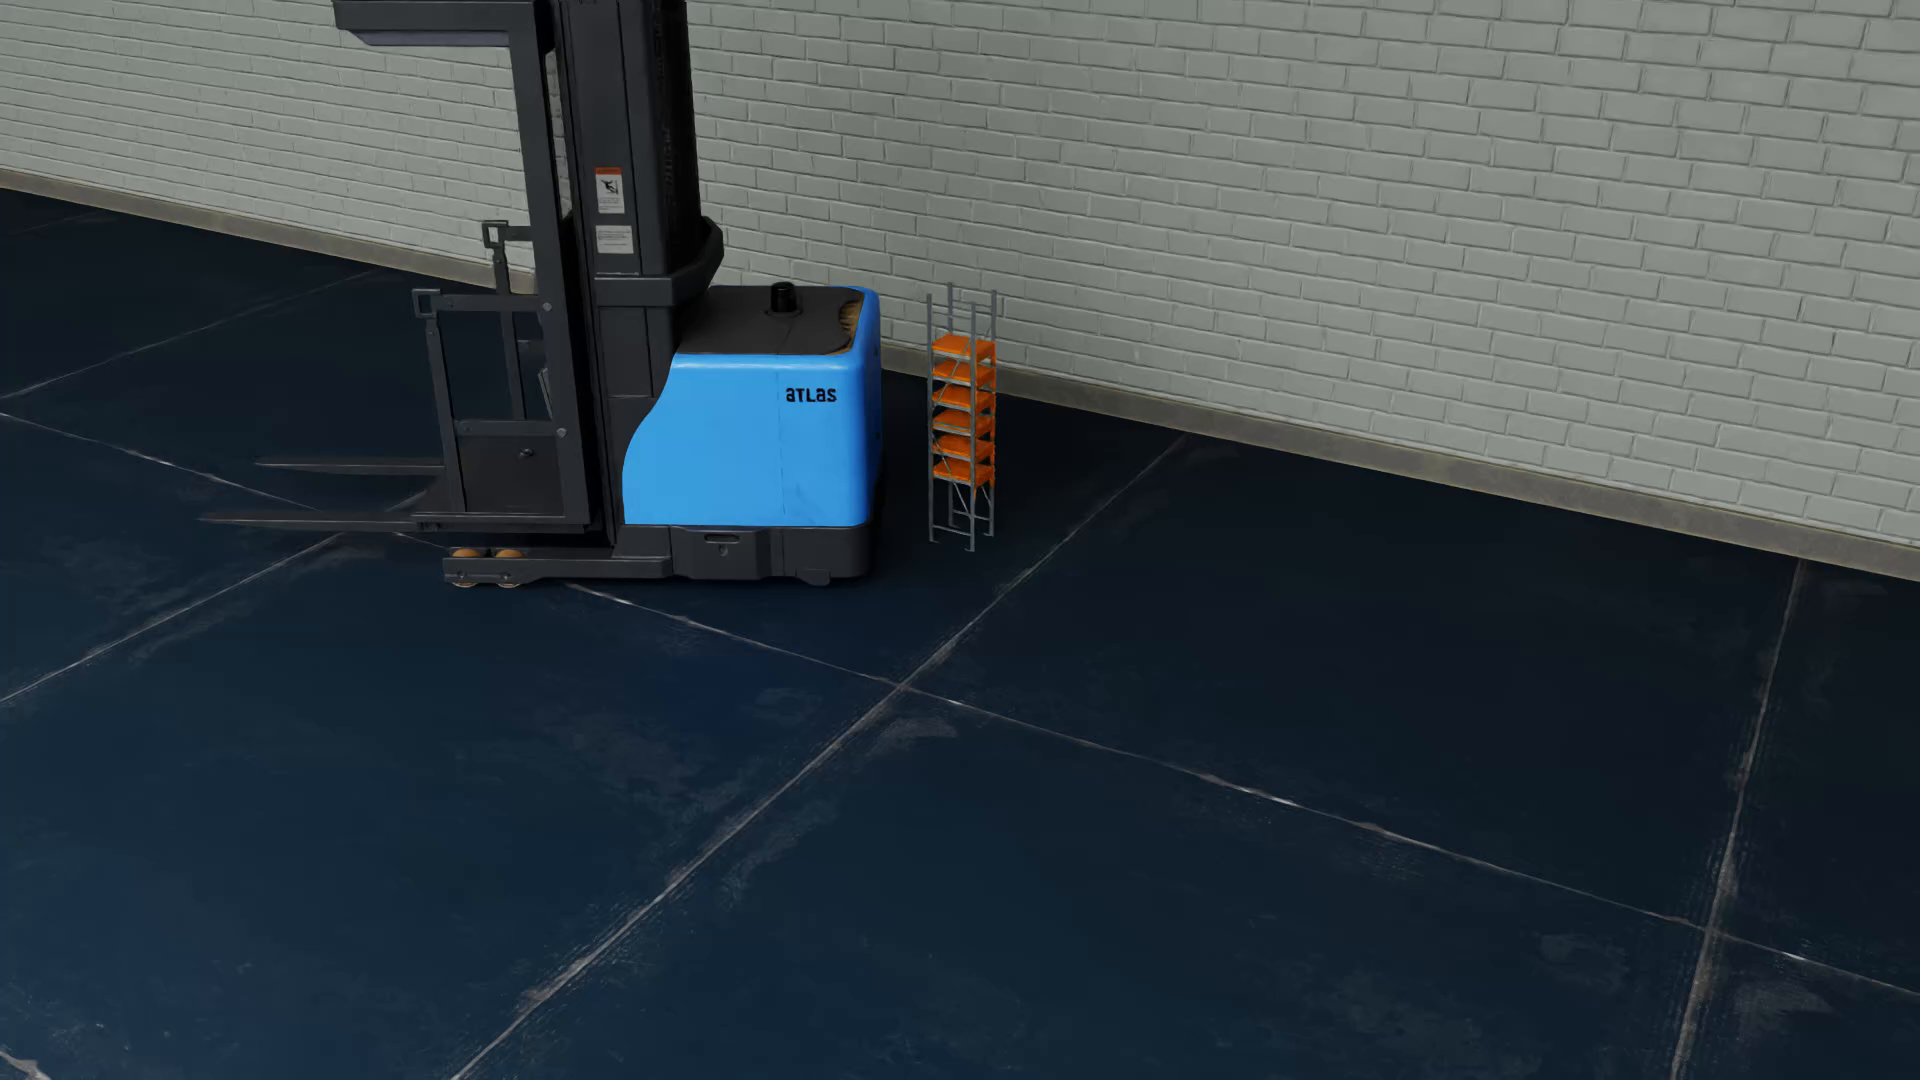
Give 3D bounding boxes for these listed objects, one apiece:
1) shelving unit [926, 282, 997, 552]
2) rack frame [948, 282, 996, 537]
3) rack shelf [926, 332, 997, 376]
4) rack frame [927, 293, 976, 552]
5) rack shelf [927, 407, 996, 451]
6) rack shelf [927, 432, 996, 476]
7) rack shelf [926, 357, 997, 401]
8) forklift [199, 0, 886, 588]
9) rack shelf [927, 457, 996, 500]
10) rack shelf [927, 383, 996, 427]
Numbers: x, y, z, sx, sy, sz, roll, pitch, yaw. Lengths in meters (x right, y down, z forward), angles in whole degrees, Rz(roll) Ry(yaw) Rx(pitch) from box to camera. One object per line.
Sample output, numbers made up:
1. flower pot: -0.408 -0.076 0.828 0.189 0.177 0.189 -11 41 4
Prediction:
1. shelving unit: 0.007 -0.542 7.493 0.258 1.200 0.189 14 30 26
2. rack frame: 0.052 -0.578 7.564 0.240 1.200 0.006 14 30 26
3. rack shelf: 0.007 -0.824 7.351 0.258 0.103 0.180 14 30 26
4. rack frame: -0.038 -0.507 7.421 0.240 1.200 0.006 14 30 26
5. rack shelf: 0.007 -0.502 7.513 0.258 0.103 0.180 14 30 26
6. rack shelf: 0.007 -0.395 7.566 0.258 0.103 0.180 14 30 26
7. rack shelf: 0.007 -0.717 7.405 0.258 0.103 0.180 14 30 26
8. forklift: -1.885 -1.335 7.142 3.031 2.935 1.130 1 27 1
9. rack shelf: 0.007 -0.288 7.620 0.258 0.103 0.180 14 30 26
10. rack shelf: 0.007 -0.610 7.459 0.258 0.103 0.180 14 30 26
